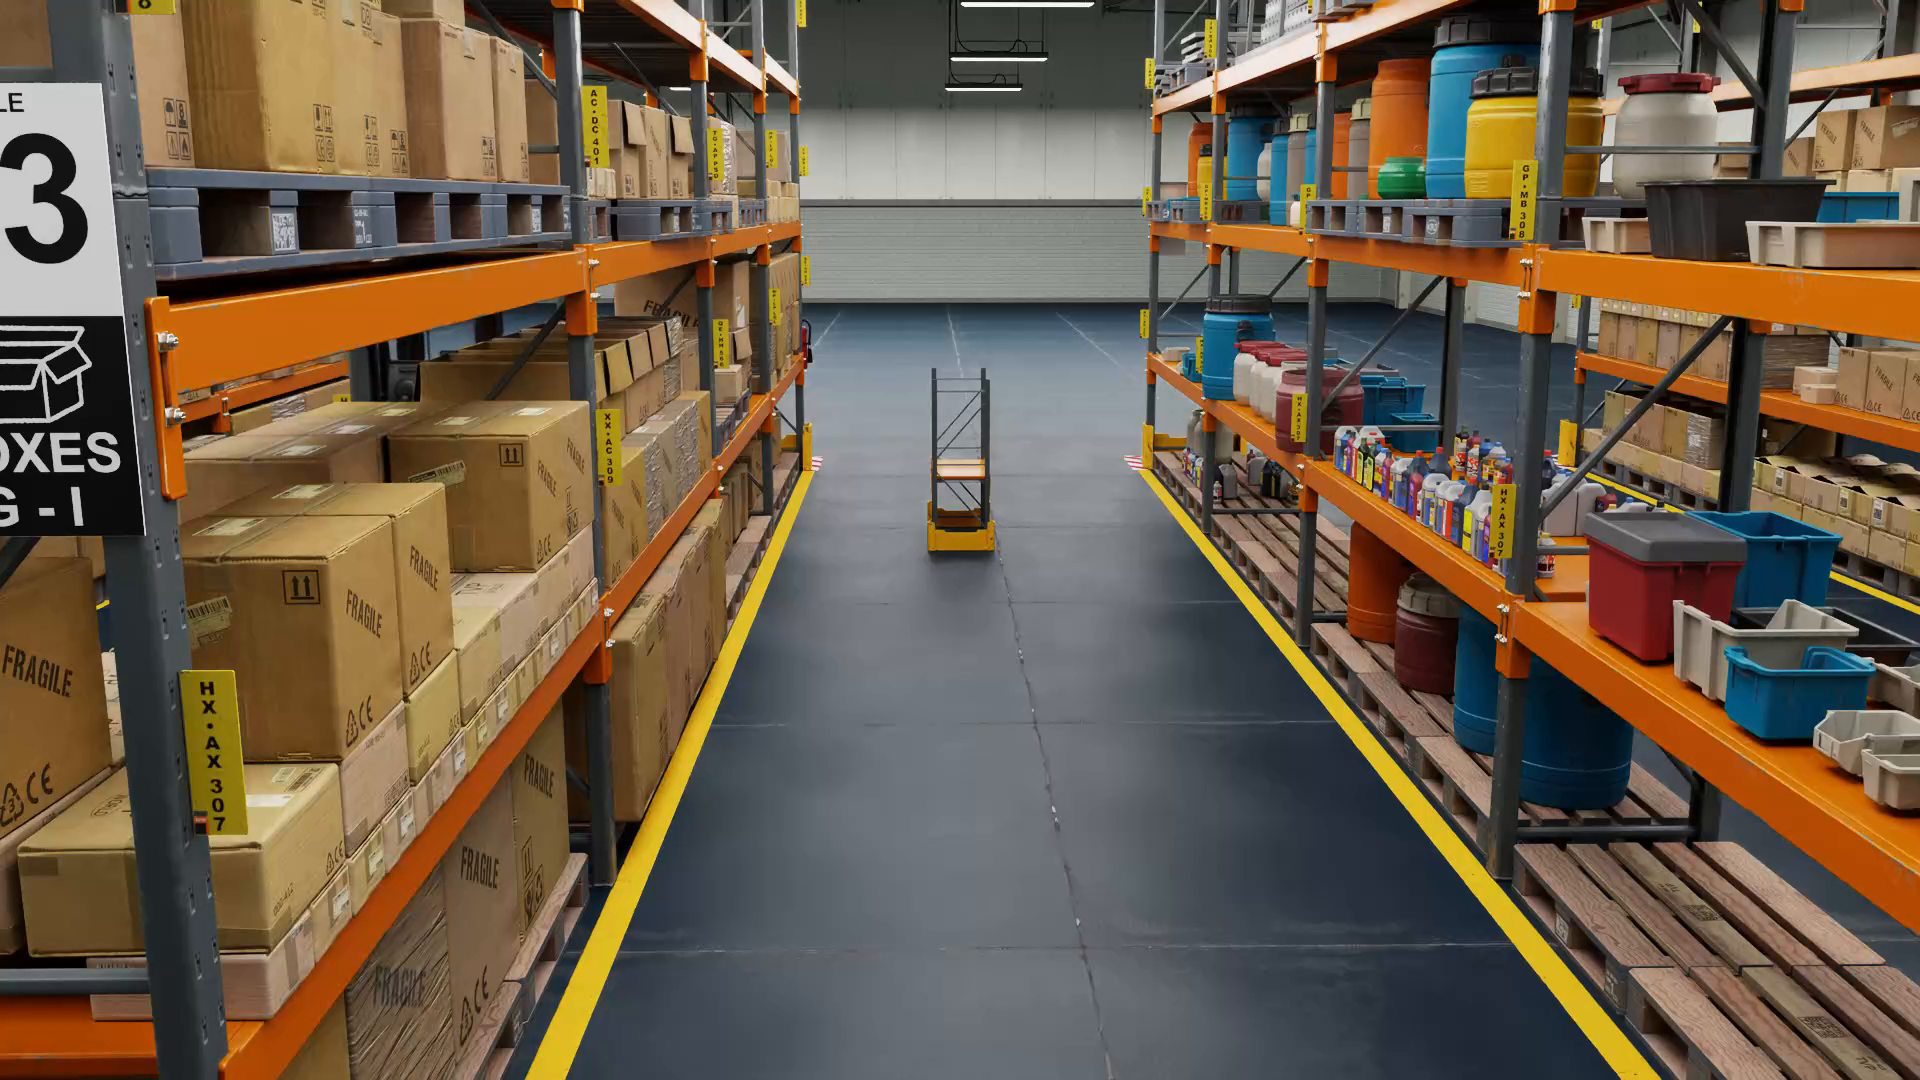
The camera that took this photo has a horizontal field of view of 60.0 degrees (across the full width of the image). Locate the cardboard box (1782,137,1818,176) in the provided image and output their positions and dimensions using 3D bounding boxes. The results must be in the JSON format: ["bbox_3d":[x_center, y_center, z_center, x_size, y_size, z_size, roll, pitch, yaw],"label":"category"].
[{"bbox_3d":[7.945,-3.452,15.325,0.500,0.500,0.500,1,11,4],"label":"cardboard box"}]

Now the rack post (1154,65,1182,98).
[{"bbox_3d":[2.545,-4.877,17.722,0.937,0.300,0.954,1,12,5],"label":"rack post"}]

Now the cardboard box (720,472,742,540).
[{"bbox_3d":[-2.231,-0.291,14.128,0.700,0.500,0.500,0,11,-2],"label":"cardboard box"}]

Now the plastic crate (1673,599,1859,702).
[{"bbox_3d":[2.752,0.386,5.760,0.437,0.282,0.530,0,11,-1],"label":"plastic crate"}]

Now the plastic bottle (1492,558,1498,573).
[{"bbox_3d":[2.543,0.050,7.767,0.097,0.201,0.097,0,11,0],"label":"plastic bottle"}]

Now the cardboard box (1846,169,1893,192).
[{"bbox_3d":[7.709,-2.928,13.723,0.500,0.250,0.500,-1,12,-7],"label":"cardboard box"}]

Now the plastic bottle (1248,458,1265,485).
[{"bbox_3d":[2.977,-0.697,16.693,0.152,0.276,0.135,0,11,-1],"label":"plastic bottle"}]

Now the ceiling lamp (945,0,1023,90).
[{"bbox_3d":[0.603,-13.183,42.727,2.000,3.185,0.800,0,11,-1],"label":"ceiling lamp"}]

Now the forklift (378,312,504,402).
[{"bbox_3d":[-4.594,-1.392,14.547,1.130,2.935,3.031,0,11,-1],"label":"forklift"}]

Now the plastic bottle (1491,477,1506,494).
[{"bbox_3d":[2.698,-0.142,8.337,0.144,0.351,0.185,0,11,-1],"label":"plastic bottle"}]

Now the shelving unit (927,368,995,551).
[{"bbox_3d":[-0.002,-0.750,14.985,0.587,1.500,1.083,0,11,-1],"label":"shelving unit"}]

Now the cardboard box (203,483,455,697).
[{"bbox_3d":[-1.732,0.130,4.619,0.500,0.500,0.500,-1,11,-3],"label":"cardboard box"}]

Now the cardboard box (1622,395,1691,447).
[{"bbox_3d":[7.433,-1.272,17.757,0.500,0.500,0.500,0,11,-1],"label":"cardboard box"}]

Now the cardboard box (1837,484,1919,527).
[{"bbox_3d":[7.484,-0.301,13.449,0.500,0.311,0.500,0,11,0],"label":"cardboard box"}]

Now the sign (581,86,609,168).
[{"bbox_3d":[-1.493,-1.692,6.809,0.100,0.325,0.005,0,11,-1],"label":"sign"}]

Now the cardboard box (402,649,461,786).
[{"bbox_3d":[-1.729,0.496,4.698,0.500,0.250,0.500,-1,11,-3],"label":"cardboard box"}]

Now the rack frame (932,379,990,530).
[{"bbox_3d":[0.009,-0.651,14.495,0.500,1.500,0.032,0,11,-1],"label":"rack frame"}]

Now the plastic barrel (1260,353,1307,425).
[{"bbox_3d":[2.564,-1.181,12.995,0.433,0.535,0.433,0,11,0],"label":"plastic barrel"}]

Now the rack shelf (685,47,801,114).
[{"bbox_3d":[-2.254,-4.501,16.428,1.077,0.370,4.000,0,11,-1],"label":"rack shelf"}]

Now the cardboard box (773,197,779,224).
[{"bbox_3d":[-1.982,-3.109,15.674,0.500,0.250,0.500,0,11,-2],"label":"cardboard box"}]

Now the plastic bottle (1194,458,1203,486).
[{"bbox_3d":[2.428,-0.680,16.609,0.152,0.276,0.135,0,11,0],"label":"plastic bottle"}]

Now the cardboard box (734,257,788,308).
[{"bbox_3d":[-2.011,-2.591,16.769,0.500,0.500,0.500,0,11,-1],"label":"cardboard box"}]

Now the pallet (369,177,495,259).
[{"bbox_3d":[-2.019,-0.949,4.870,1.003,0.211,1.213,0,11,-1],"label":"pallet"}]

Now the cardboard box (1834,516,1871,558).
[{"bbox_3d":[7.484,-0.028,13.514,0.500,0.250,0.500,0,11,0],"label":"cardboard box"}]

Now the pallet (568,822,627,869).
[{"bbox_3d":[-2.139,1.287,8.186,1.003,0.211,1.213,0,11,-1],"label":"pallet"}]

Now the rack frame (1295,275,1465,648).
[{"bbox_3d":[2.822,-0.742,11.174,1.000,3.000,0.127,0,11,-1],"label":"rack frame"}]

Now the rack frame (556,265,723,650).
[{"bbox_3d":[-2.130,-0.722,11.073,1.000,3.000,0.127,0,11,-1],"label":"rack frame"}]

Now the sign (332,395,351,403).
[{"bbox_3d":[-2.590,-0.451,7.026,0.100,0.325,0.005,0,11,-1],"label":"sign"}]

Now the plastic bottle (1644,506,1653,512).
[{"bbox_3d":[3.298,-0.027,7.974,0.097,0.271,0.097,0,11,0],"label":"plastic bottle"}]

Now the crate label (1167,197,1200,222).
[{"bbox_3d":[2.365,-3.356,16.888,0.502,0.251,0.408,0,11,-1],"label":"crate label"}]

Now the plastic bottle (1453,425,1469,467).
[{"bbox_3d":[3.257,-0.606,10.798,0.061,0.283,0.133,0,11,-1],"label":"plastic bottle"}]

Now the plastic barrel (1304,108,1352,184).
[{"bbox_3d":[2.994,-2.893,12.969,0.600,0.901,0.708,0,11,-1],"label":"plastic barrel"}]

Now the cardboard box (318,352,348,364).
[{"bbox_3d":[-7.170,-2.203,17.995,0.875,0.550,0.550,0,11,-1],"label":"cardboard box"}]

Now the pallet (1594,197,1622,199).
[{"bbox_3d":[7.597,-3.638,18.126,1.003,0.211,1.213,0,11,-1],"label":"pallet"}]

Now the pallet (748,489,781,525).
[{"bbox_3d":[-2.262,-0.284,15.927,1.003,0.211,1.213,0,11,-1],"label":"pallet"}]

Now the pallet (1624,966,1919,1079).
[{"bbox_3d":[2.986,1.809,5.614,1.003,0.211,1.213,0,11,-1],"label":"pallet"}]

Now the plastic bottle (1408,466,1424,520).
[{"bbox_3d":[2.497,-0.259,9.083,0.061,0.283,0.133,0,11,-1],"label":"plastic bottle"}]

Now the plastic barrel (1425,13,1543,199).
[{"bbox_3d":[2.716,-2.207,8.534,0.600,0.901,0.708,0,11,-1],"label":"plastic barrel"}]

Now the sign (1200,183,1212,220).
[{"bbox_3d":[2.189,-3.012,14.794,0.100,0.325,0.005,0,11,-1],"label":"sign"}]

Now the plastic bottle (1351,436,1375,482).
[{"bbox_3d":[2.517,-0.502,10.302,0.152,0.276,0.135,0,11,-1],"label":"plastic bottle"}]

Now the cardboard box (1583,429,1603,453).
[{"bbox_3d":[7.397,-1.103,18.811,0.500,0.250,0.500,0,11,-1],"label":"cardboard box"}]

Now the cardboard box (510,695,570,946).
[{"bbox_3d":[-2.114,1.040,6.675,0.875,0.875,0.875,0,11,-1],"label":"cardboard box"}]

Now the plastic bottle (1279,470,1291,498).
[{"bbox_3d":[3.137,-0.548,15.957,0.152,0.276,0.135,0,11,1],"label":"plastic bottle"}]

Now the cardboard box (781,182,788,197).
[{"bbox_3d":[-1.958,-3.592,17.048,0.380,0.149,0.250,-1,11,-4],"label":"cardboard box"}]

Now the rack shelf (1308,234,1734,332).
[{"bbox_3d":[2.863,-1.462,8.987,1.077,0.370,4.000,0,11,-1],"label":"rack shelf"}]

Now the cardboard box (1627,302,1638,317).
[{"bbox_3d":[7.416,-2.488,17.895,0.380,0.149,0.250,0,11,-2],"label":"cardboard box"}]

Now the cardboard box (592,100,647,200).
[{"bbox_3d":[-2.067,-2.042,8.722,0.797,0.503,0.637,0,11,-2],"label":"cardboard box"}]

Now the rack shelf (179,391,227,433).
[{"bbox_3d":[-7.133,-0.767,13.103,1.077,0.370,4.000,0,11,-1],"label":"rack shelf"}]

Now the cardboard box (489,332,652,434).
[{"bbox_3d":[-2.100,-0.854,8.951,0.797,0.503,0.637,0,11,1],"label":"cardboard box"}]

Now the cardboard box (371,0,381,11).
[{"bbox_3d":[-1.997,-1.675,4.780,0.500,0.250,0.500,-1,11,-3],"label":"cardboard box"}]

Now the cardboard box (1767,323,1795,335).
[{"bbox_3d":[7.472,-1.977,15.377,0.380,0.149,0.250,0,11,-1],"label":"cardboard box"}]

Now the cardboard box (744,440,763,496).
[{"bbox_3d":[-2.201,-0.691,16.153,0.500,0.500,0.500,4,12,17],"label":"cardboard box"}]

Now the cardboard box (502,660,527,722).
[{"bbox_3d":[-1.687,0.511,5.628,0.380,0.149,0.250,0,11,-2],"label":"cardboard box"}]

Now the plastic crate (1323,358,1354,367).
[{"bbox_3d":[3.073,-1.312,14.020,0.392,0.384,0.575,0,11,-1],"label":"plastic crate"}]
